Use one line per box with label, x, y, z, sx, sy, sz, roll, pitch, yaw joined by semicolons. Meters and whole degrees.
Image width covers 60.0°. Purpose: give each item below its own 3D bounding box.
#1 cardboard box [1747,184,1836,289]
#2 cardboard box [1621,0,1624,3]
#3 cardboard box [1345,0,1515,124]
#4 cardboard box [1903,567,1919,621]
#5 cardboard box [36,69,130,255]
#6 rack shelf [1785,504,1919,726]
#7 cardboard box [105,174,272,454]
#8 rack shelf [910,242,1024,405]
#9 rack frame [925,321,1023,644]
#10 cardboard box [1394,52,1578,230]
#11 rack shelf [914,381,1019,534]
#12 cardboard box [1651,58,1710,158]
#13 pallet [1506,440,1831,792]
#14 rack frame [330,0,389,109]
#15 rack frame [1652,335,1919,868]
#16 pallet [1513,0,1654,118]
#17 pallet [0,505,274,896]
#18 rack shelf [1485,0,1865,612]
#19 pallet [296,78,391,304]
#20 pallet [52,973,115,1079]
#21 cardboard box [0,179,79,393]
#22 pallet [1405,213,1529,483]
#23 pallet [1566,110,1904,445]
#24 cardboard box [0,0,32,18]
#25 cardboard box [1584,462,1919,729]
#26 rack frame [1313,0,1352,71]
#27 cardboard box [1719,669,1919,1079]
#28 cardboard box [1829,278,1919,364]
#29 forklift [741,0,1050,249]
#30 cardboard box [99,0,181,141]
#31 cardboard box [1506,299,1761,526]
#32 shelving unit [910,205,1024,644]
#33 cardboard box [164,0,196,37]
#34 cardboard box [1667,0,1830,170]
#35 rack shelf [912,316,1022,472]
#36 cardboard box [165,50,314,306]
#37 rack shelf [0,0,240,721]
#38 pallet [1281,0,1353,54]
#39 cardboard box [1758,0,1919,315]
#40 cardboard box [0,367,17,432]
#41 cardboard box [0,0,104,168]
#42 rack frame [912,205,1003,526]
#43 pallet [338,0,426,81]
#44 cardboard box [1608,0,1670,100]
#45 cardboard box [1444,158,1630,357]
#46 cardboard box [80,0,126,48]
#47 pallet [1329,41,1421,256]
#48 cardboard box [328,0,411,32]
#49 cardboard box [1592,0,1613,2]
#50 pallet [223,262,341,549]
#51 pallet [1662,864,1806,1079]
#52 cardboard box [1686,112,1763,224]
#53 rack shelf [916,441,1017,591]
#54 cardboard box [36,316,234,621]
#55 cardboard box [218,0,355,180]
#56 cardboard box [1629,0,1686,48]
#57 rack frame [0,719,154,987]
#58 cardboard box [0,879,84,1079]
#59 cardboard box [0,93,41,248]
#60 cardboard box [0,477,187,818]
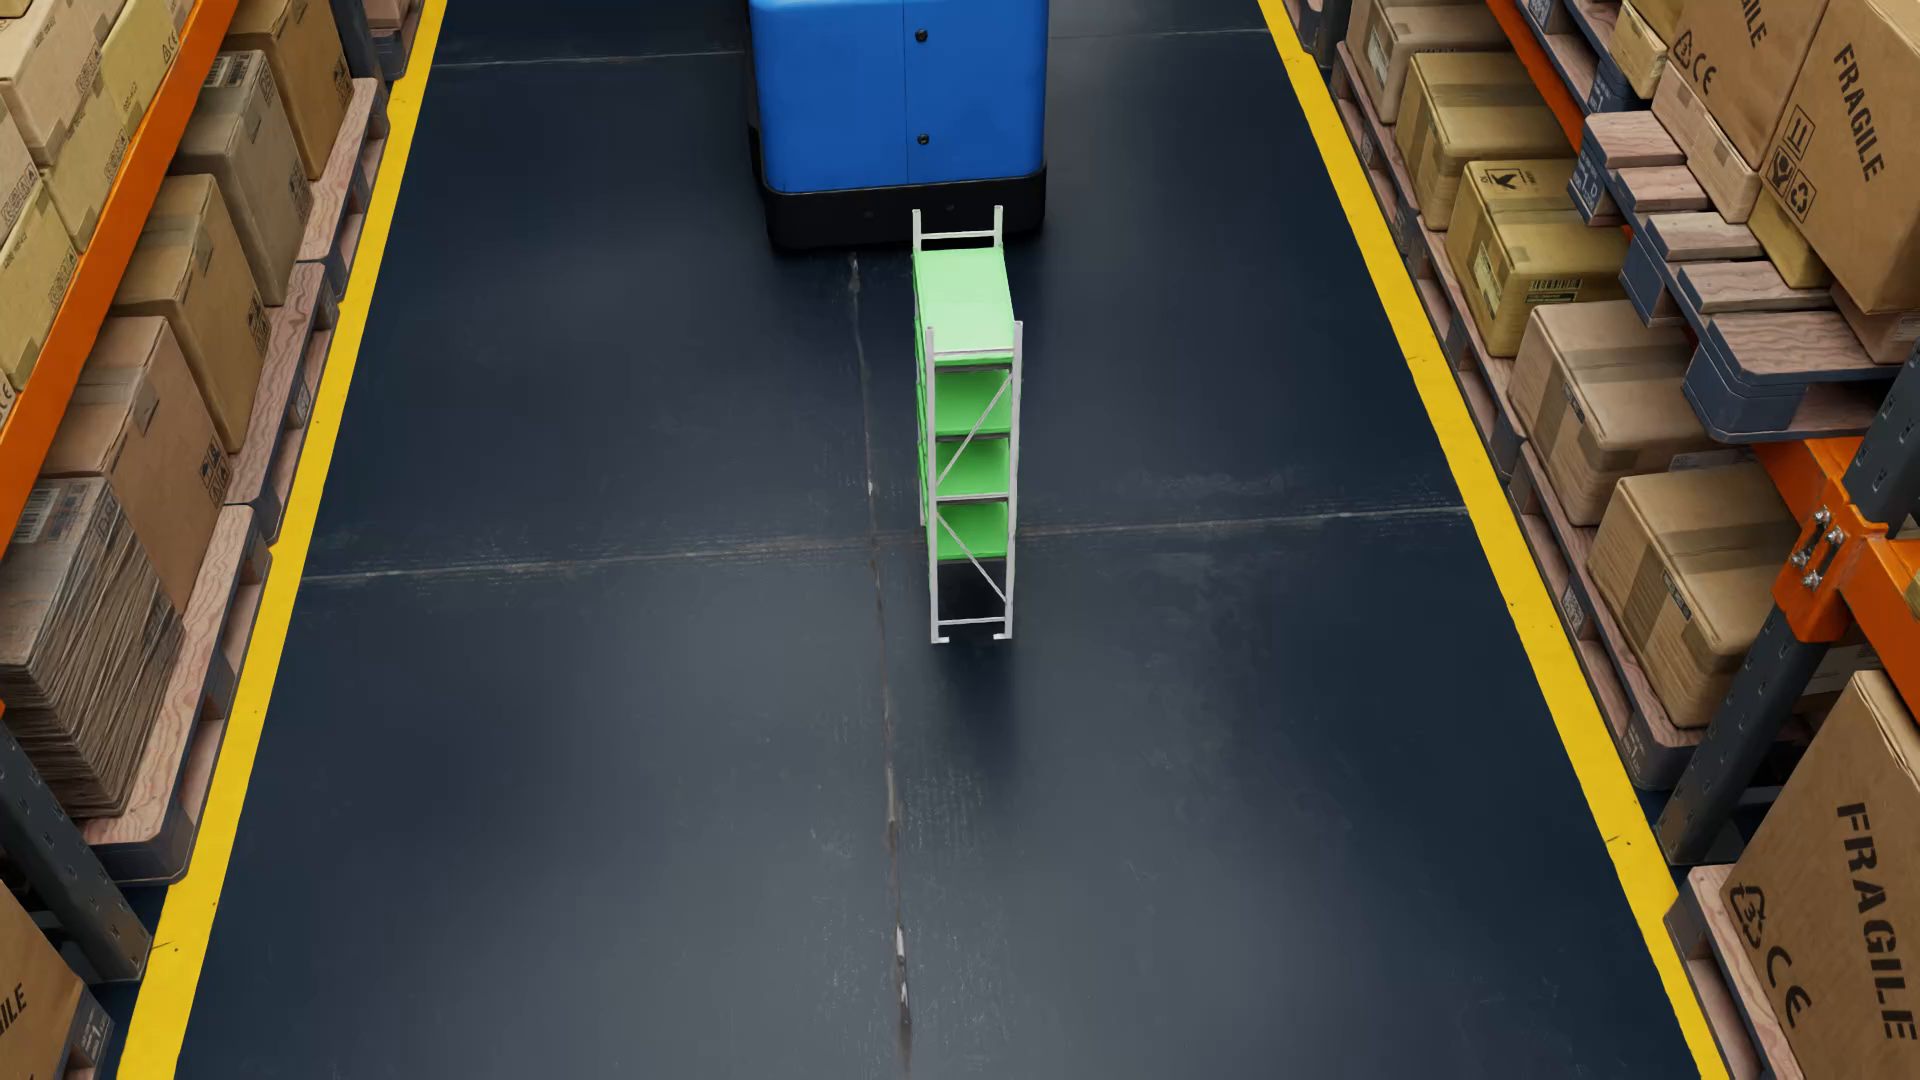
cardboard box;2.023;-0.705;3.736;0.380;0.149;0.250;-3;47;-3
cardboard box;2.012;-1.455;4.446;0.380;0.149;0.250;-3;47;-3
cardboard box;2.091;-1.990;6.589;0.950;0.372;0.625;-3;47;-3
cardboard box;2.170;0.186;3.111;0.500;0.250;0.500;-4;47;-4
cardboard box;-2.447;-0.951;4.188;0.500;0.250;0.500;-5;47;-5
rack shelf;2.547;1.460;2.297;1.077;0.370;4.000;-3;47;-3
cardboard box;-2.724;-0.669;5.164;0.875;0.625;0.625;-5;47;-5
rack shelf;0.014;-0.579;4.399;0.258;0.148;0.480;-3;47;-3
rack frame;0.034;-0.116;4.534;0.240;1.200;0.015;-3;47;-3
cardboard box;2.155;-1.470;6.097;0.950;0.372;0.625;-1;47;-1
rack shelf;0.014;-0.249;4.747;0.258;0.148;0.480;-3;47;-3
cardboard box;1.944;-1.067;4.079;0.380;0.149;0.250;-5;47;-5
pallet;2.316;0.159;4.954;1.003;0.211;1.213;-3;47;-3
rack frame;-2.901;-2.824;5.859;1.000;3.000;0.127;-3;47;-3
rack frame;2.380;-0.235;3.406;1.000;3.000;0.127;-3;47;-3
pallet;2.173;-1.598;4.830;1.003;0.211;1.213;-3;47;-3
pallet;-2.596;0.431;4.697;1.003;0.211;1.213;-3;47;-3
rack shelf;2.212;-1.434;5.038;1.077;0.370;4.000;-3;47;-3
pallet;-2.801;-1.335;6.369;1.003;0.211;1.213;-3;47;-3
pallet;-2.542;1.571;3.617;1.003;0.211;1.213;-3;47;-3
cardboard box;-2.397;-0.579;3.835;0.500;0.250;0.500;-4;47;-4
pallet;2.217;-0.722;5.788;1.003;0.211;1.213;-3;47;-3
pallet;2.214;-0.678;3.958;1.213;0.211;1.003;-3;47;-3
cardboard box;-2.418;-1.369;3.965;0.380;0.149;0.250;-3;47;-2
cardboard box;2.342;0.115;4.596;0.950;0.372;0.625;-6;47;-6
rack frame;2.045;-3.129;6.147;1.000;3.000;0.127;-3;47;-3
cardboard box;2.355;0.856;3.547;0.875;0.875;0.875;-4;47;-4
cardboard box;2.118;-0.515;3.556;0.380;0.149;0.250;-2;47;-2
forklift;-0.377;-3.169;6.232;1.130;2.935;3.031;-5;47;-5
cardboard box;-2.489;-1.326;4.543;0.500;0.250;0.500;-2;47;-2
cardboard box;2.272;-0.418;5.101;0.950;0.372;0.625;-4;47;-4
shelving unit;0.014;-0.293;4.701;0.258;1.200;0.503;-3;47;-3
cardboard box;-2.540;-1.699;4.897;0.500;0.250;0.500;-3;47;-3
cardboard box;2.010;-1.201;3.759;0.500;0.500;0.500;-4;47;-4
rack shelf;0.014;-0.414;4.573;0.258;0.148;0.480;-3;47;-3
cardboard box;-2.789;-1.213;5.679;0.875;0.625;0.625;-4;47;-4
rack shelf;-2.734;-1.130;4.750;1.077;0.370;4.000;-3;47;-3
pallet;1.953;-2.654;7.618;1.003;0.211;1.213;-3;47;-3
cardboard box;2.064;-0.828;3.405;0.500;0.500;0.500;-5;47;-4
cardboard box;-2.360;-0.215;3.490;0.500;0.250;0.500;-3;47;-3
cardboard box;-2.427;-1.129;4.012;0.500;0.250;0.500;-5;47;-4
rack frame;-0.007;-0.469;4.868;0.240;1.200;0.015;-3;47;-3
pallet;-2.926;-2.443;7.419;1.003;0.211;1.213;-3;47;-3
cardboard box;1.907;-1.265;4.266;0.380;0.149;0.250;-3;47;-3
cardboard box;2.215;-0.967;5.621;0.950;0.372;0.625;-2;47;-2
cardboard box;-2.495;-1.497;4.360;0.500;0.250;0.500;-3;47;-3
pallet;2.111;-1.607;6.626;1.003;0.211;1.213;-3;47;-3
cardboard box;-2.612;-2.393;7.055;0.500;0.250;0.500;-3;47;-3
cardboard box;1.909;-1.632;4.613;0.380;0.149;0.250;-5;47;-5
pallet;-2.695;-0.450;5.531;1.003;0.211;1.213;-3;47;-3
pallet;2.370;1.299;3.874;1.003;0.211;1.213;-3;47;-3
cardboard box;1.957;-0.885;3.906;0.380;0.149;0.250;-4;47;-4
rack shelf;0.014;-0.084;4.922;0.258;0.148;0.480;-3;47;-3
cardboard box;-2.668;-0.182;4.703;0.875;0.625;0.625;-2;47;-2
cardboard box;-2.846;-1.775;6.212;0.875;0.625;0.625;-2;47;-2
cardboard box;1.967;-1.566;4.104;0.500;0.500;0.500;-6;47;-6
rack frame;-2.566;0.070;3.118;1.000;3.000;0.127;-3;47;-3
cardboard box;-2.317;1.078;3.596;0.500;0.500;0.500;-2;47;-2
cardboard box;-2.401;-0.749;3.652;0.500;0.250;0.500;-2;47;-2
cardboard box;-2.605;0.290;4.256;0.875;0.625;0.625;-2;47;-2
